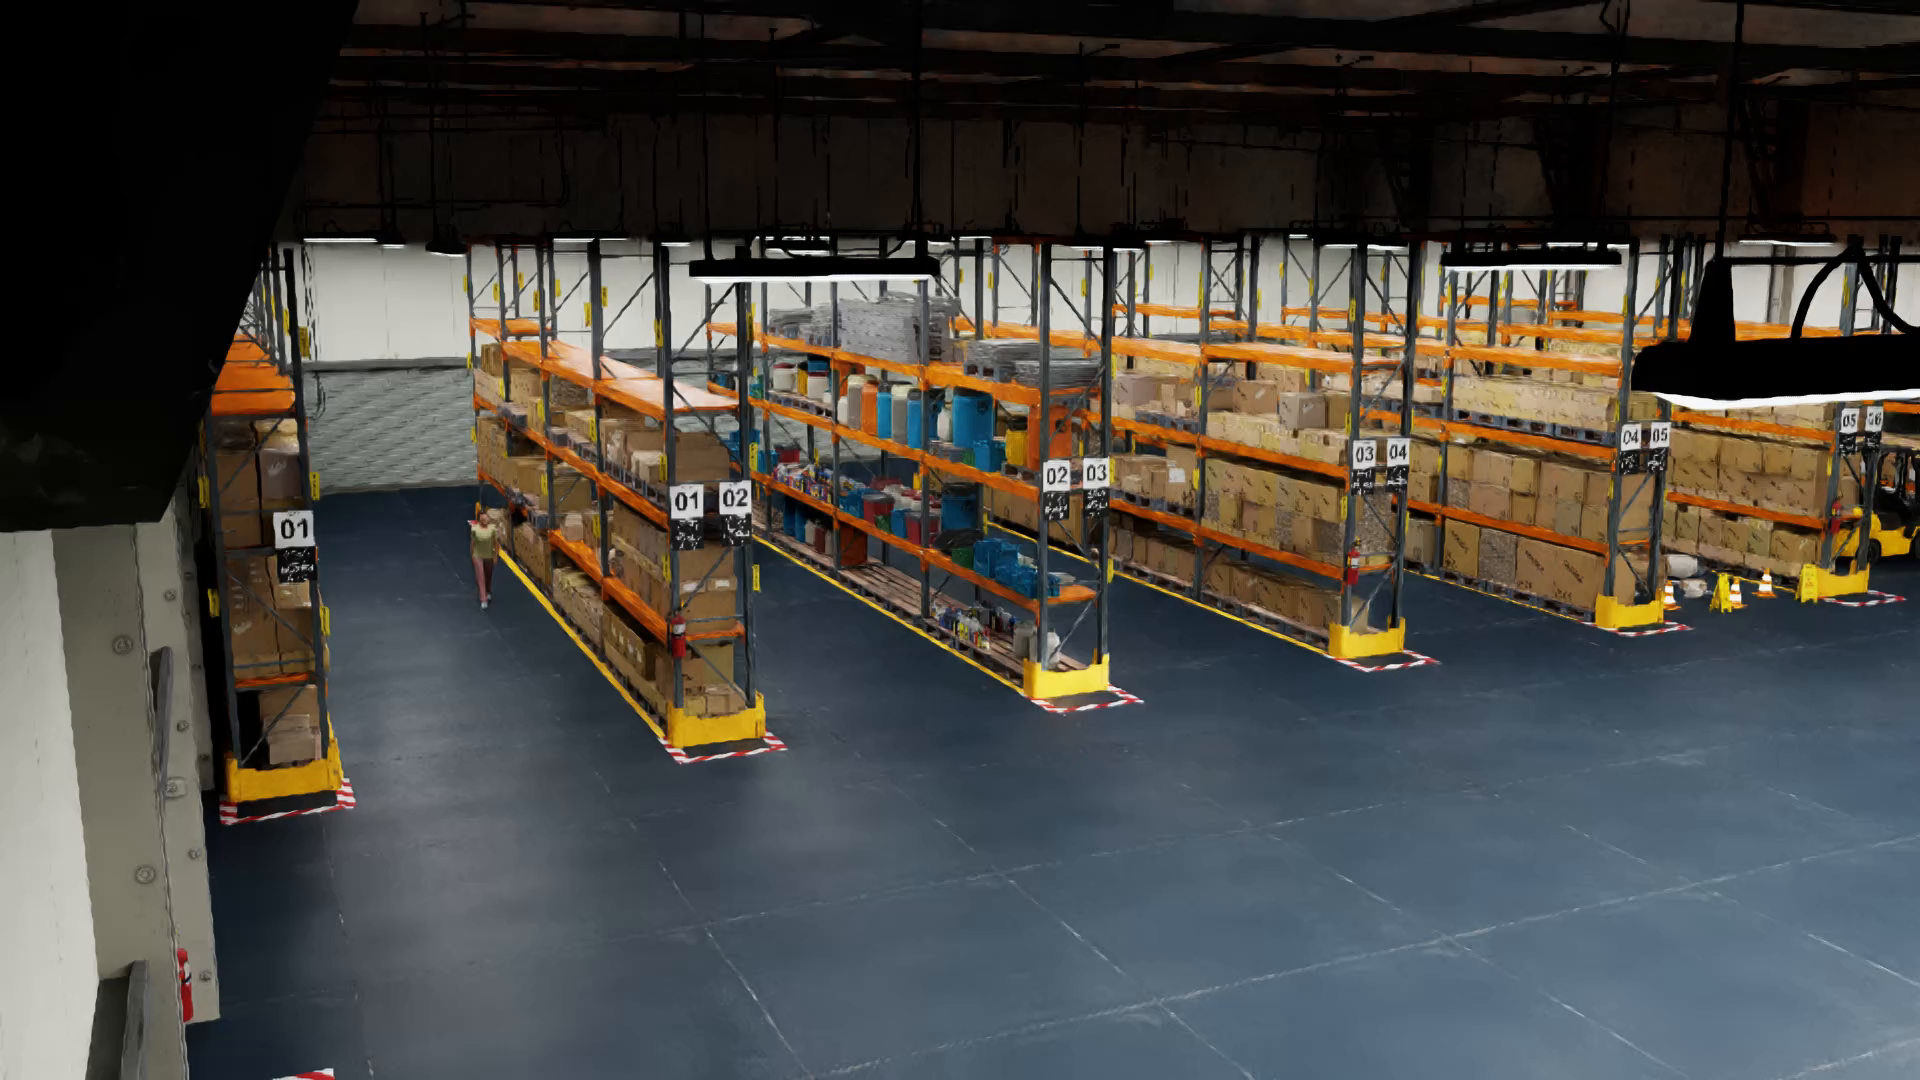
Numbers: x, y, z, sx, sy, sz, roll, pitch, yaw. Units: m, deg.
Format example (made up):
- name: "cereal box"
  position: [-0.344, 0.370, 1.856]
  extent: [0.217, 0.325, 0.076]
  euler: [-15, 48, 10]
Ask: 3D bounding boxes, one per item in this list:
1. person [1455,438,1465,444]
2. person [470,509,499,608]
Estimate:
- name: "person"
  position: [10.385, -1.244, 34.780]
  extent: [0.594, 1.782, 0.675]
  euler: [0, 11, -1]
- name: "person"
  position: [-7.831, 0.264, 27.476]
  extent: [0.447, 1.589, 1.086]
  euler: [-5, 12, -25]
